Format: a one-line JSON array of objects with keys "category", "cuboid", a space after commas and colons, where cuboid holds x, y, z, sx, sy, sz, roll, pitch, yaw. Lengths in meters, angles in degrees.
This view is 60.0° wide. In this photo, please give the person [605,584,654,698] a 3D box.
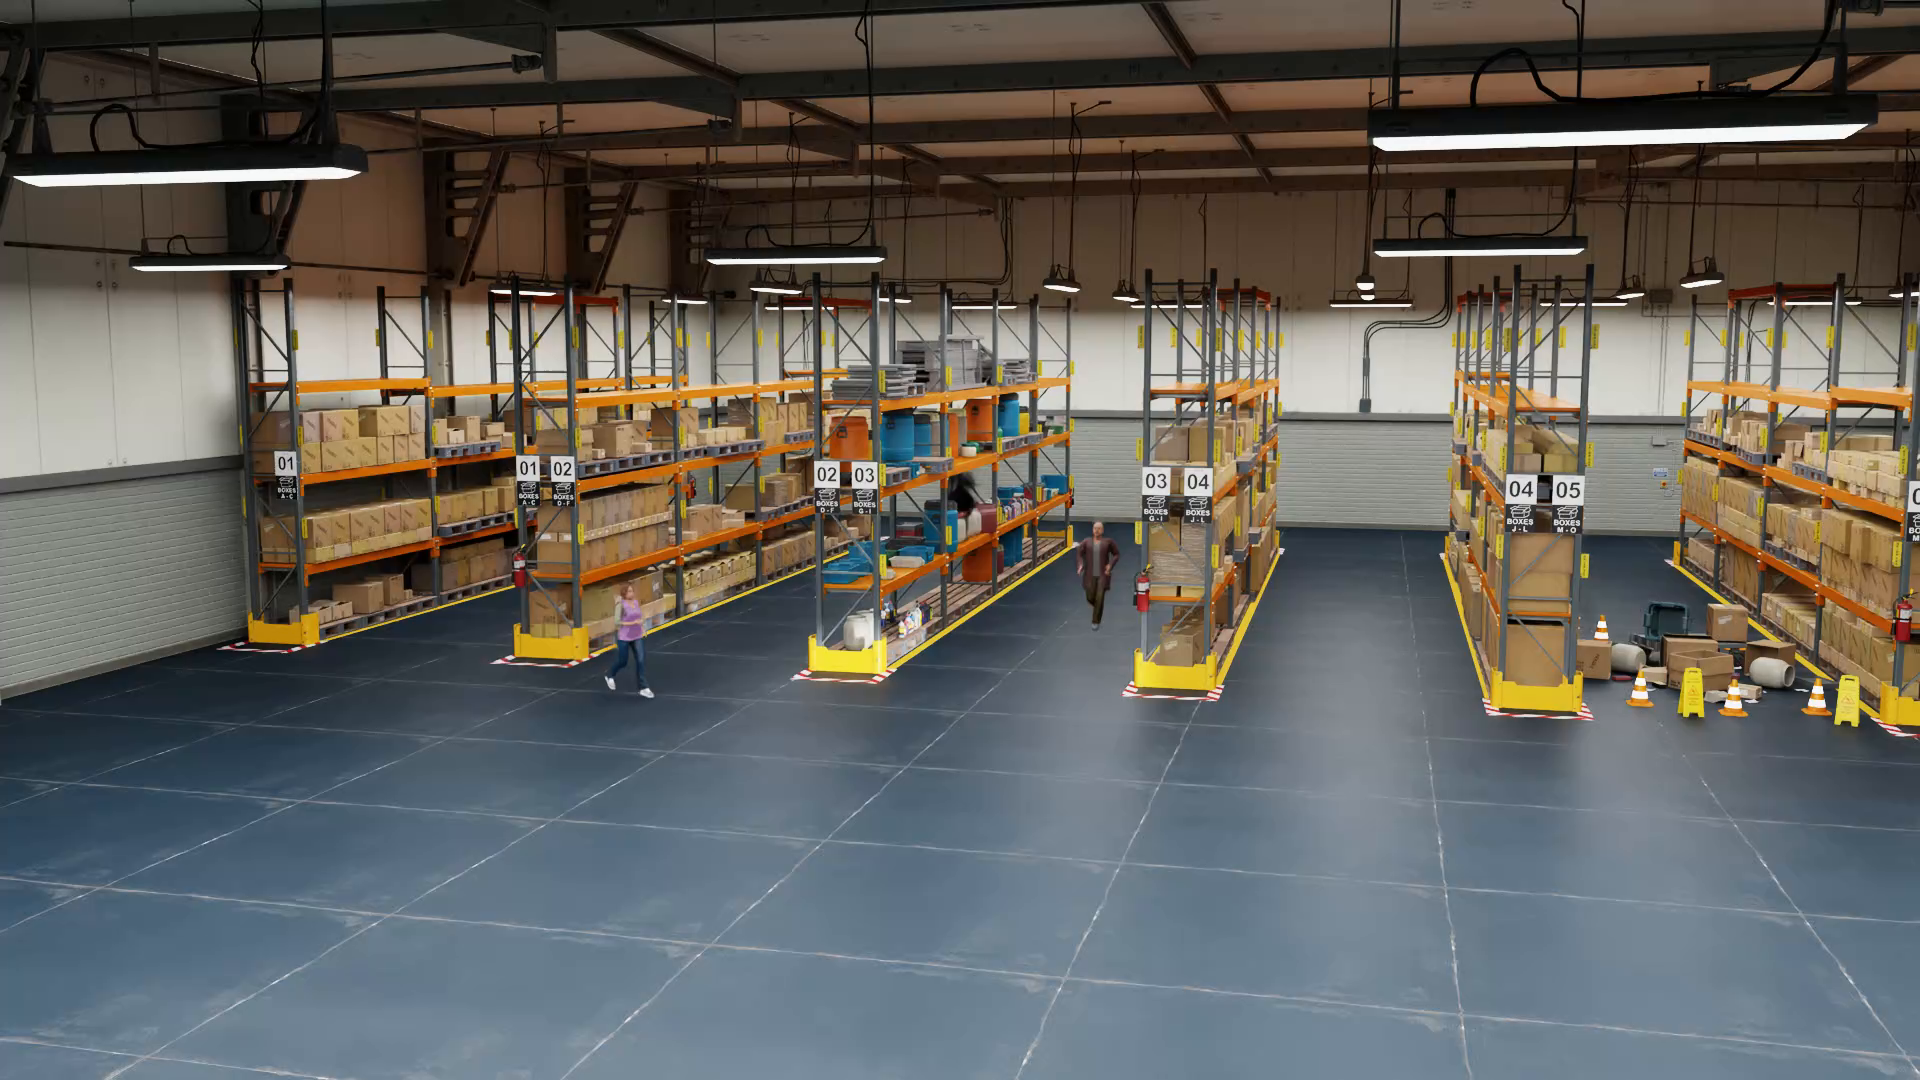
[{"category": "person", "cuboid": [-4.649, 1.394, 23.371, 0.904, 1.579, 0.539, 6, 9, 41]}]

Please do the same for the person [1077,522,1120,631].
[{"category": "person", "cuboid": [2.280, 0.581, 27.460, 0.724, 1.770, 0.653, 2, 7, 13]}]
